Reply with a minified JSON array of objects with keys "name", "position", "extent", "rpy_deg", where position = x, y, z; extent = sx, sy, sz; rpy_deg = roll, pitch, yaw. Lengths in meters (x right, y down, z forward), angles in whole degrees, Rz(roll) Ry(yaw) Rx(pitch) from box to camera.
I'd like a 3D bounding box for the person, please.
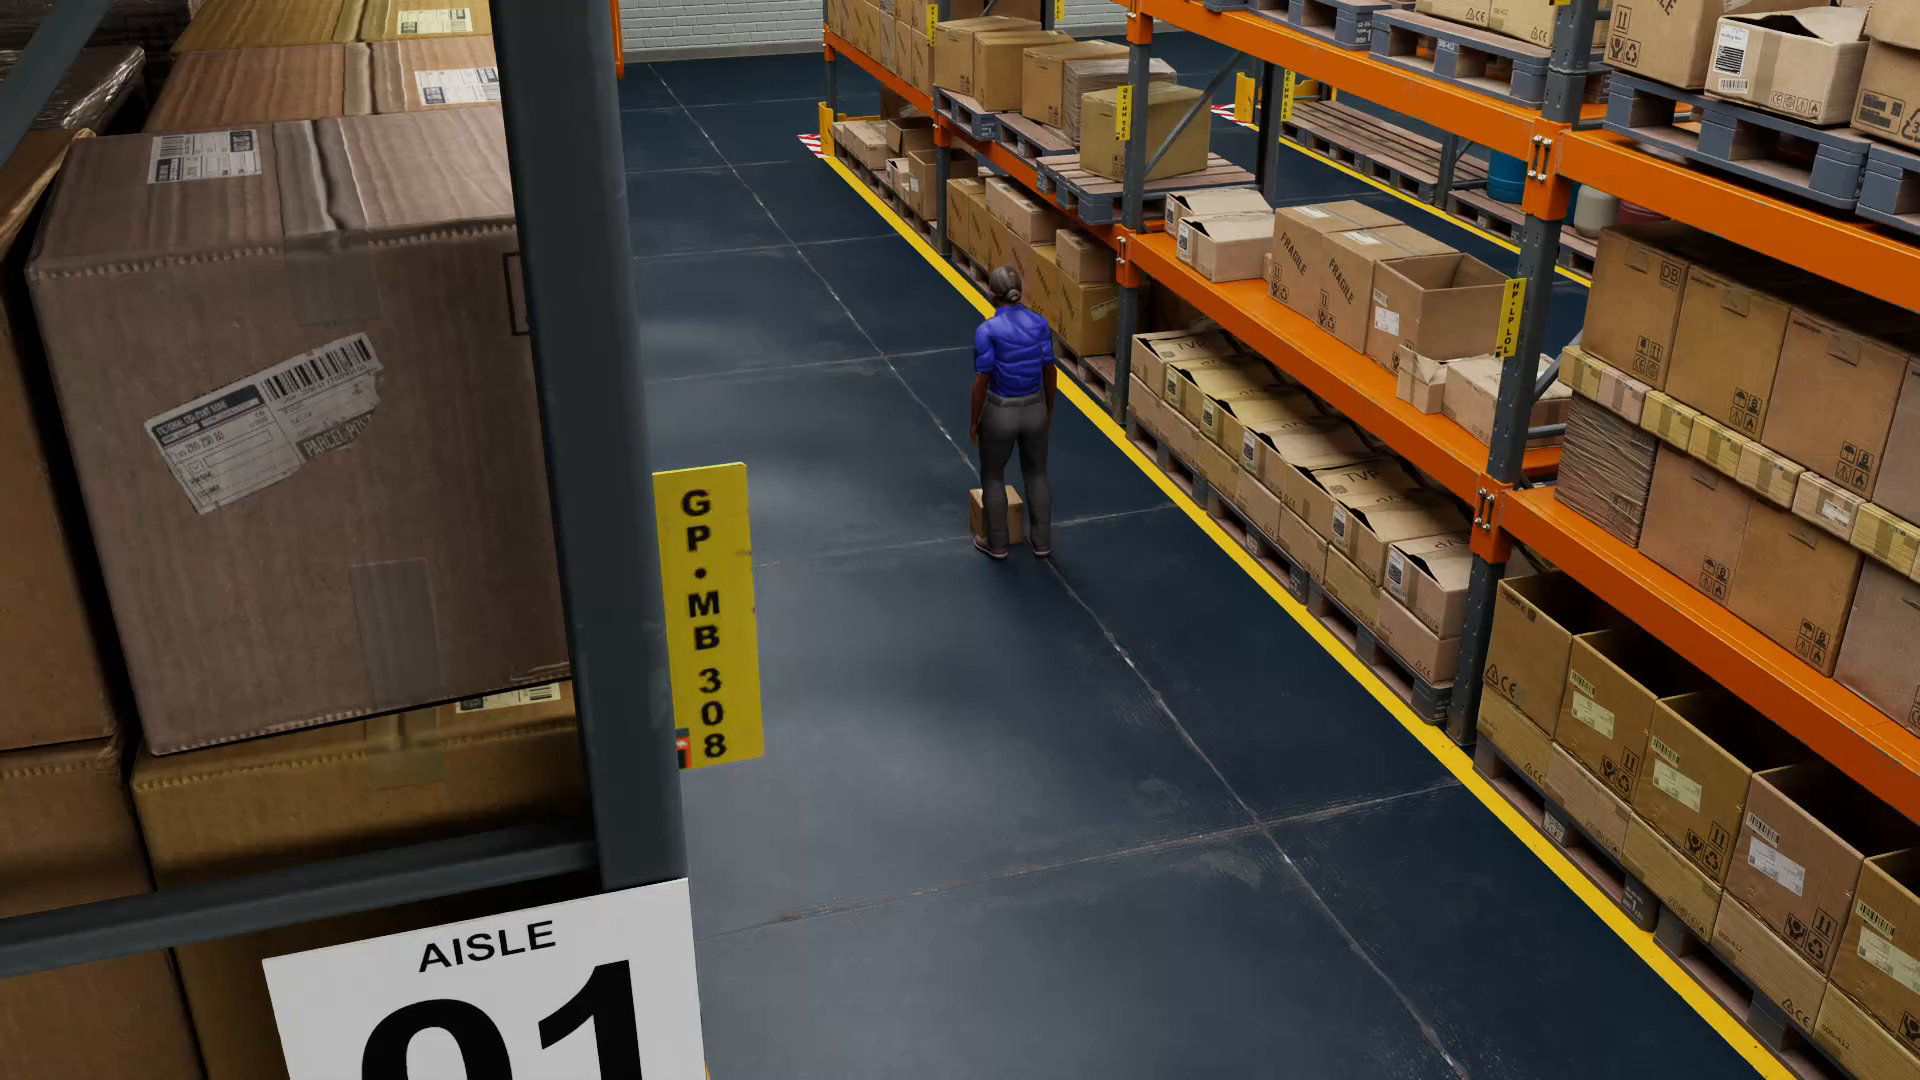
[{"name":"person","position":[0.280,-0.675,8.976],"extent":[0.521,1.653,0.402],"rpy_deg":[-10,28,-19]}]
